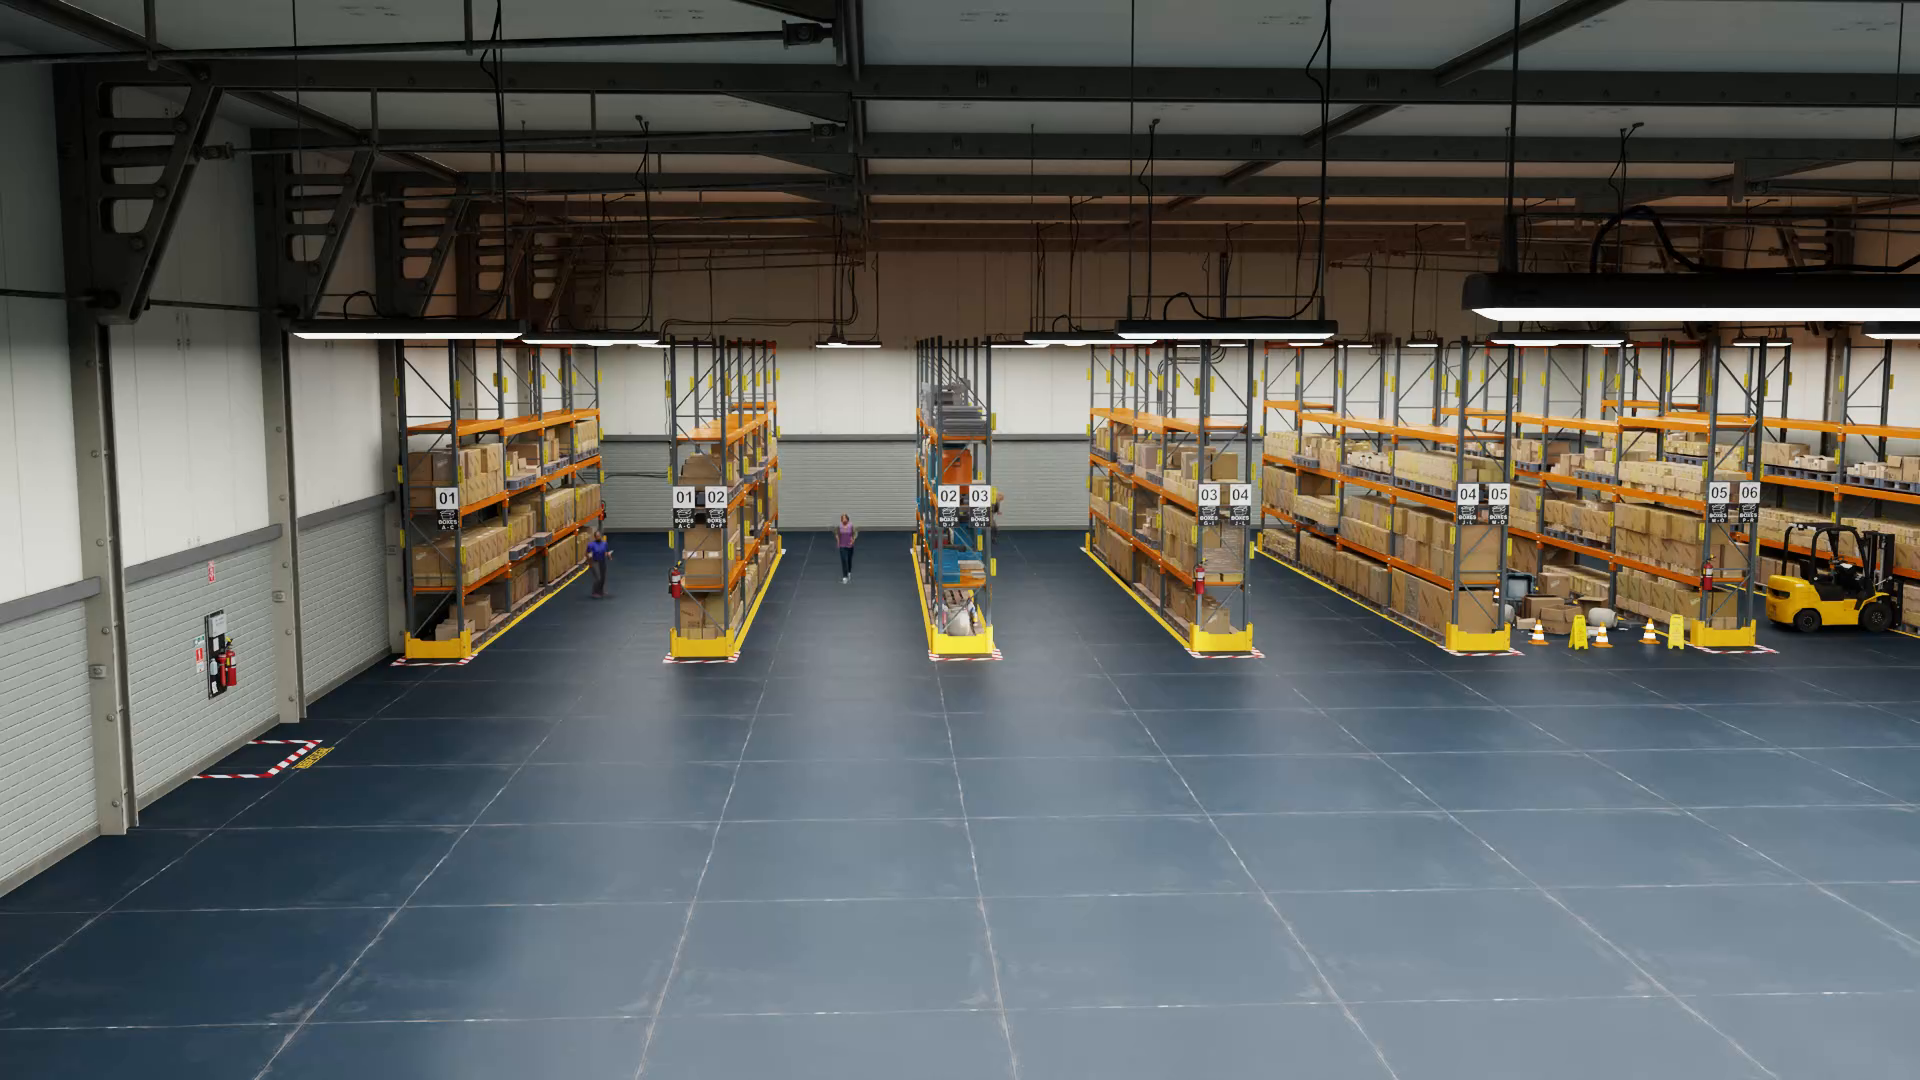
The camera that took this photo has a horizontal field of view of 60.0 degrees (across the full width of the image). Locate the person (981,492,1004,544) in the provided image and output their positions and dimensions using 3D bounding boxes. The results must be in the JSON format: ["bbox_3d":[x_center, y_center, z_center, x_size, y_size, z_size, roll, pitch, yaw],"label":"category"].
[{"bbox_3d":[0.793,-0.670,49.649,1.065,1.552,0.644,2,7,16],"label":"person"}]

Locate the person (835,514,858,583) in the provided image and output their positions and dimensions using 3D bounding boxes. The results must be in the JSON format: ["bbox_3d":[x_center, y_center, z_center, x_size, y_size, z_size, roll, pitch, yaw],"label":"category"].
[{"bbox_3d":[-2.682,0.182,39.333,0.541,1.626,0.668,0,6,1],"label":"person"}]

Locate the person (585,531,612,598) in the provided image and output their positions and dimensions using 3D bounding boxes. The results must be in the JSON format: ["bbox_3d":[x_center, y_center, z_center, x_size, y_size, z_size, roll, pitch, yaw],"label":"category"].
[{"bbox_3d":[-8.372,0.565,38.740,0.769,1.598,0.623,5,8,40],"label":"person"}]

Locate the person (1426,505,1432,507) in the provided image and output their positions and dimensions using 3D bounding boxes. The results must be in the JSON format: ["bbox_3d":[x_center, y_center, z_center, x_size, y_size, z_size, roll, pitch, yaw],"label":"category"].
[{"bbox_3d":[12.095,-0.059,43.026,0.699,1.826,0.916,-2,7,-15],"label":"person"}]
